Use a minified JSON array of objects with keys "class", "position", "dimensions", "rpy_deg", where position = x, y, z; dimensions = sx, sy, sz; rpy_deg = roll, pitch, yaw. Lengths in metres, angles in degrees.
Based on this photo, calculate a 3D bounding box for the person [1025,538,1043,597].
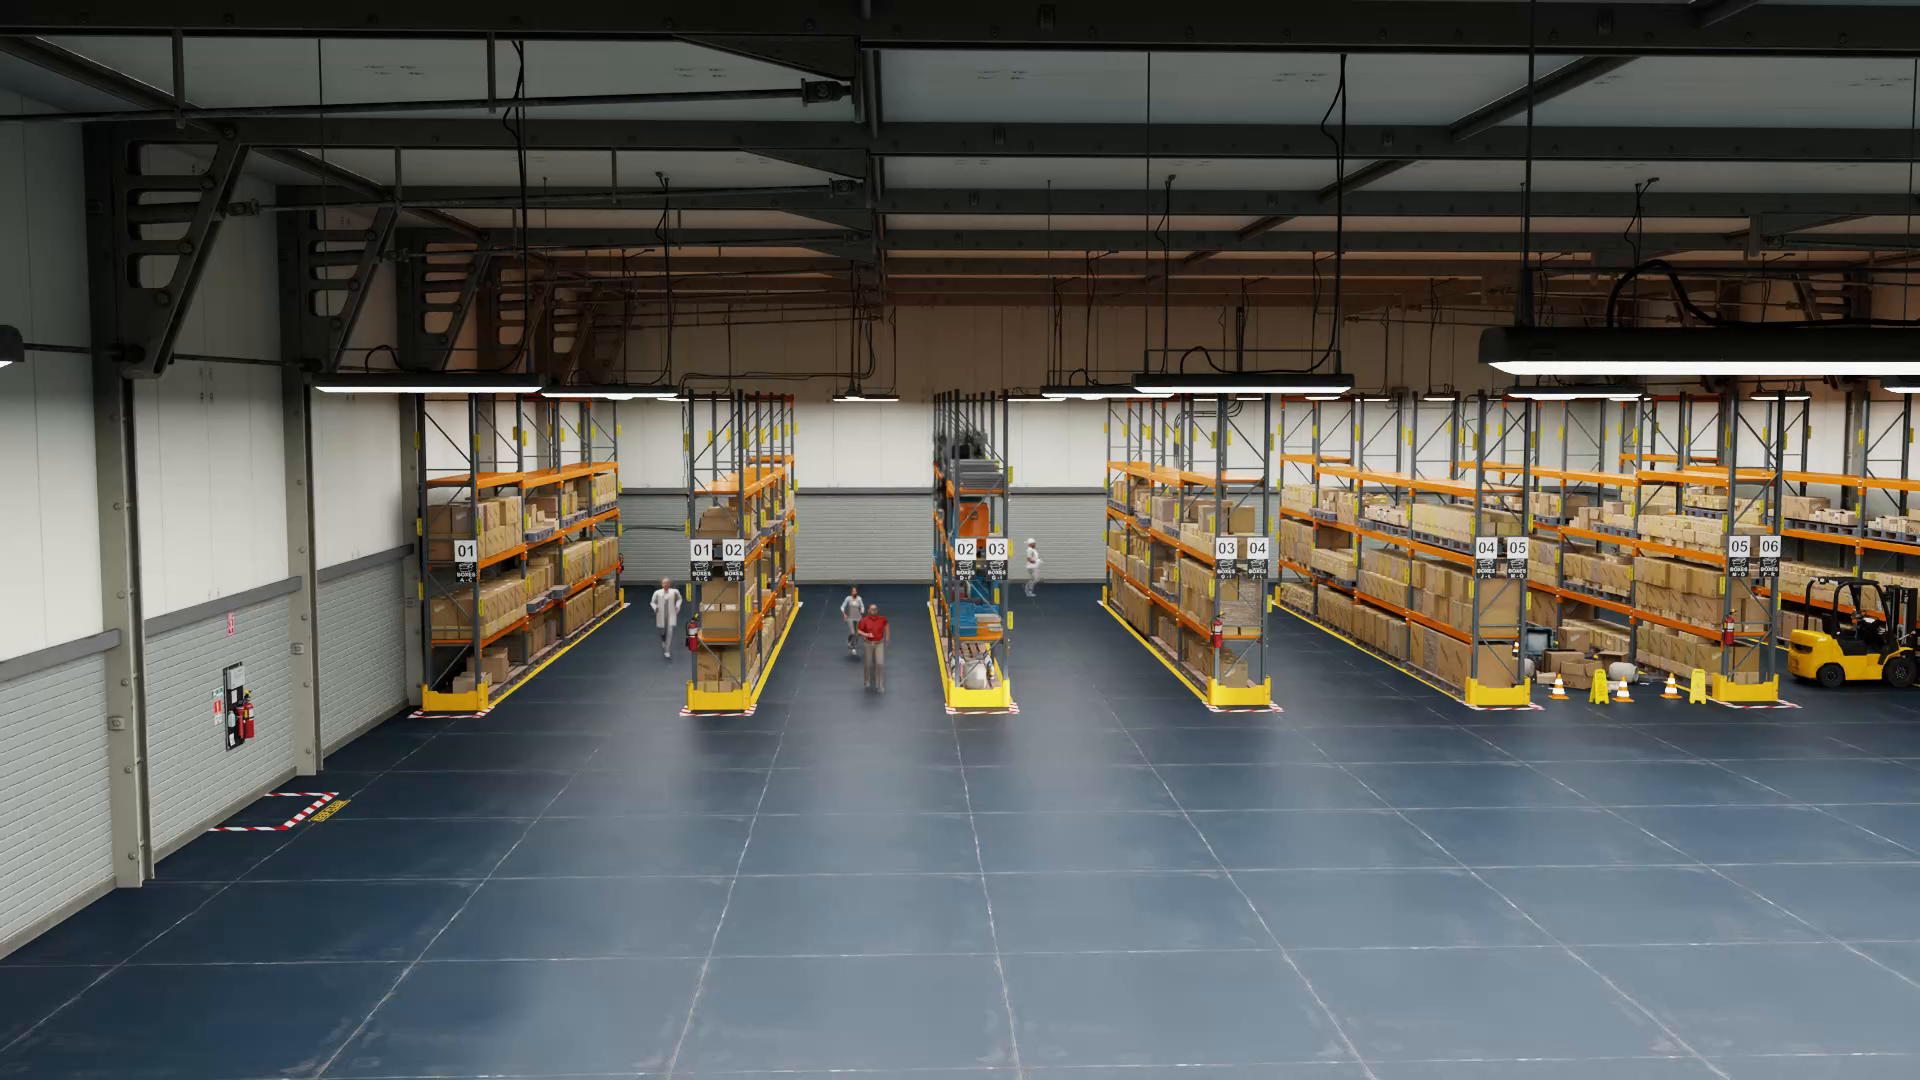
[{"class":"person","position":[2.209,0.816,49.418],"dimensions":[0.589,1.737,0.669],"rpy_deg":[1,5,11]}]

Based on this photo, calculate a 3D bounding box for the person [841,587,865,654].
[{"class":"person","position":[-2.429,1.845,38.046],"dimensions":[0.529,1.558,0.534],"rpy_deg":[-1,5,-15]}]

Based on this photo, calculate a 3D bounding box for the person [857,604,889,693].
[{"class":"person","position":[-1.728,2.177,33.230],"dimensions":[0.683,1.819,0.783],"rpy_deg":[-1,5,-13]}]

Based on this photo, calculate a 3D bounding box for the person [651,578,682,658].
[{"class":"person","position":[-6.696,1.759,37.976],"dimensions":[0.710,1.776,0.944],"rpy_deg":[-1,5,-9]}]
